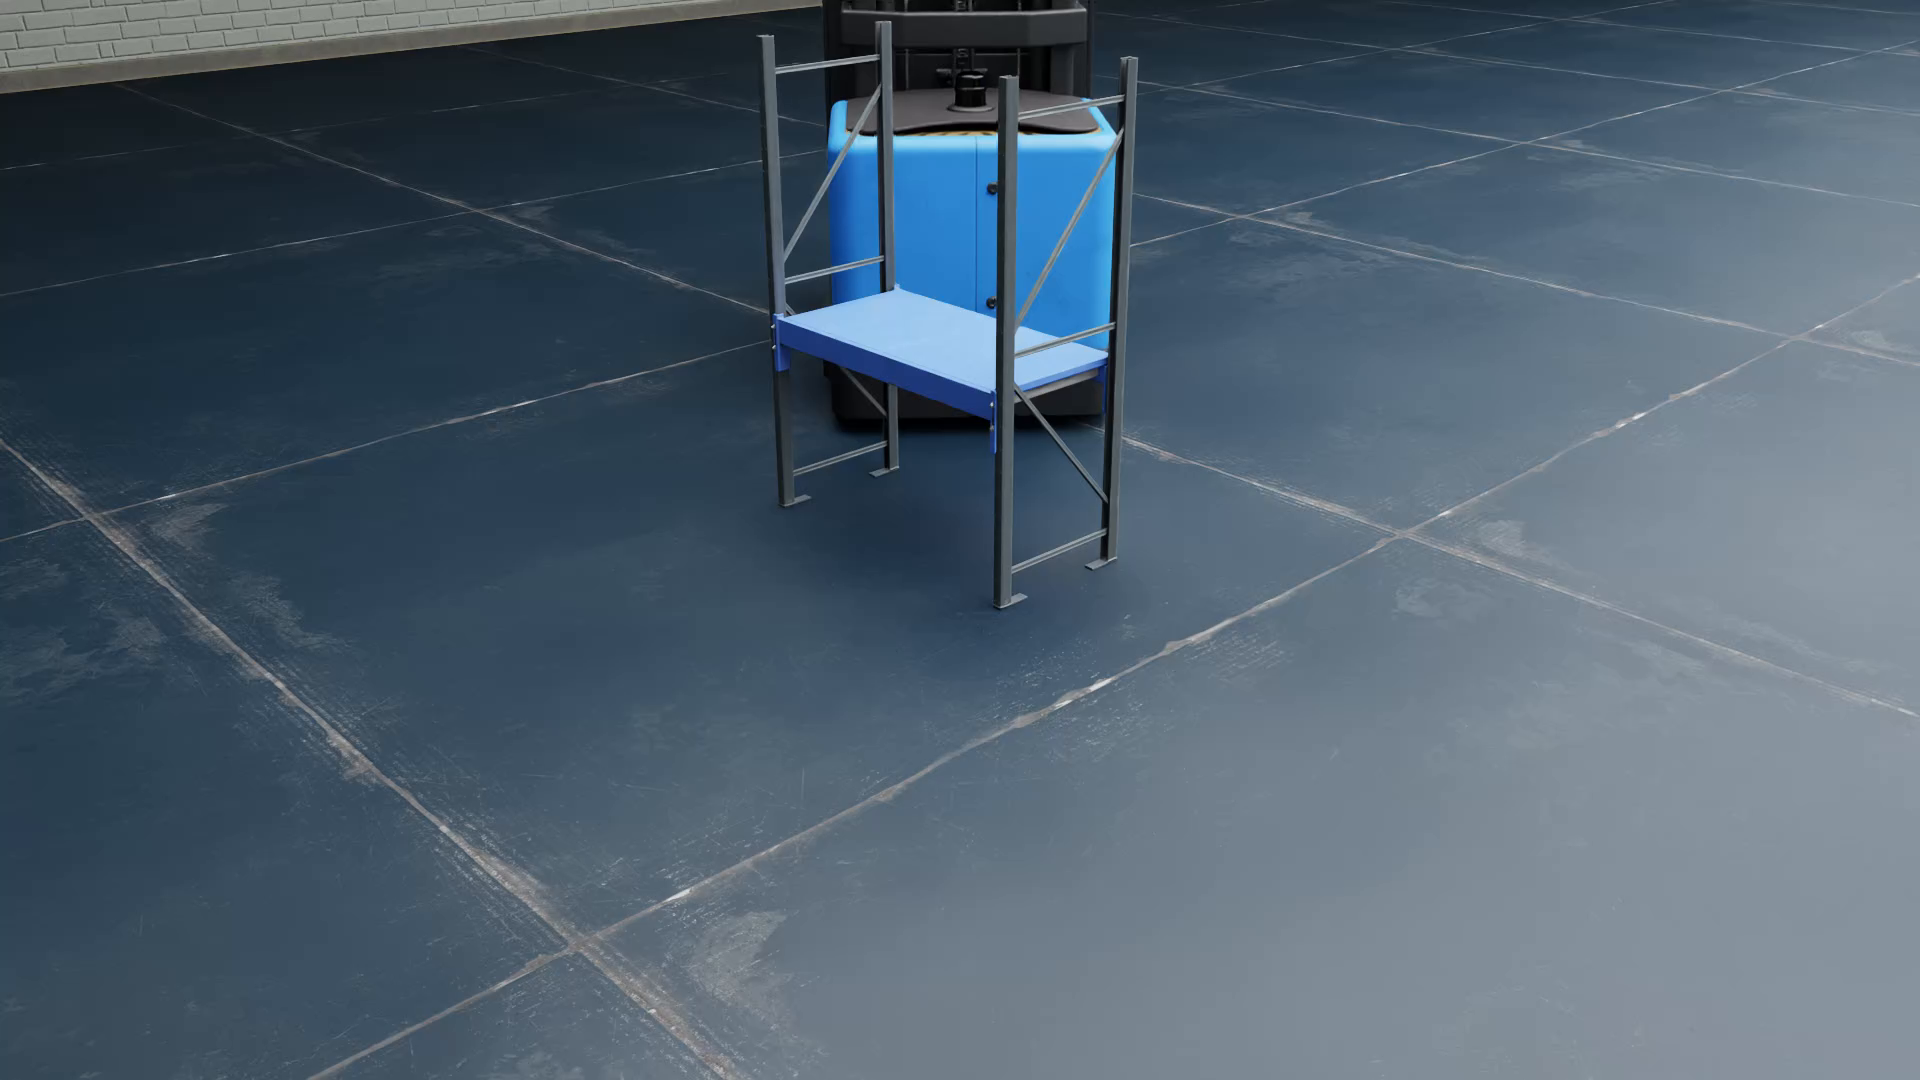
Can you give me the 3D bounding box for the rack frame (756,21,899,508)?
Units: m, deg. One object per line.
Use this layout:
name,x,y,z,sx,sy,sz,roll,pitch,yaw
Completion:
rack frame,-0.406,-0.862,5.333,0.500,1.500,0.032,-21,32,-38

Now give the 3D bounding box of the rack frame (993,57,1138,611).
rack frame,0.289,-0.554,4.658,0.500,1.500,0.032,-21,32,-38

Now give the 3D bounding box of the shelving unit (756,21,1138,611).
shelving unit,-0.058,-0.708,4.995,0.538,1.500,1.048,-21,32,-38

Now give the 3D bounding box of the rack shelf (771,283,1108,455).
rack shelf,-0.058,-0.545,5.070,0.538,0.185,1.000,-21,32,-38

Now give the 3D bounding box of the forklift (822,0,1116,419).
forklift,-0.022,-2.342,6.853,1.130,2.935,3.031,-1,25,-3
